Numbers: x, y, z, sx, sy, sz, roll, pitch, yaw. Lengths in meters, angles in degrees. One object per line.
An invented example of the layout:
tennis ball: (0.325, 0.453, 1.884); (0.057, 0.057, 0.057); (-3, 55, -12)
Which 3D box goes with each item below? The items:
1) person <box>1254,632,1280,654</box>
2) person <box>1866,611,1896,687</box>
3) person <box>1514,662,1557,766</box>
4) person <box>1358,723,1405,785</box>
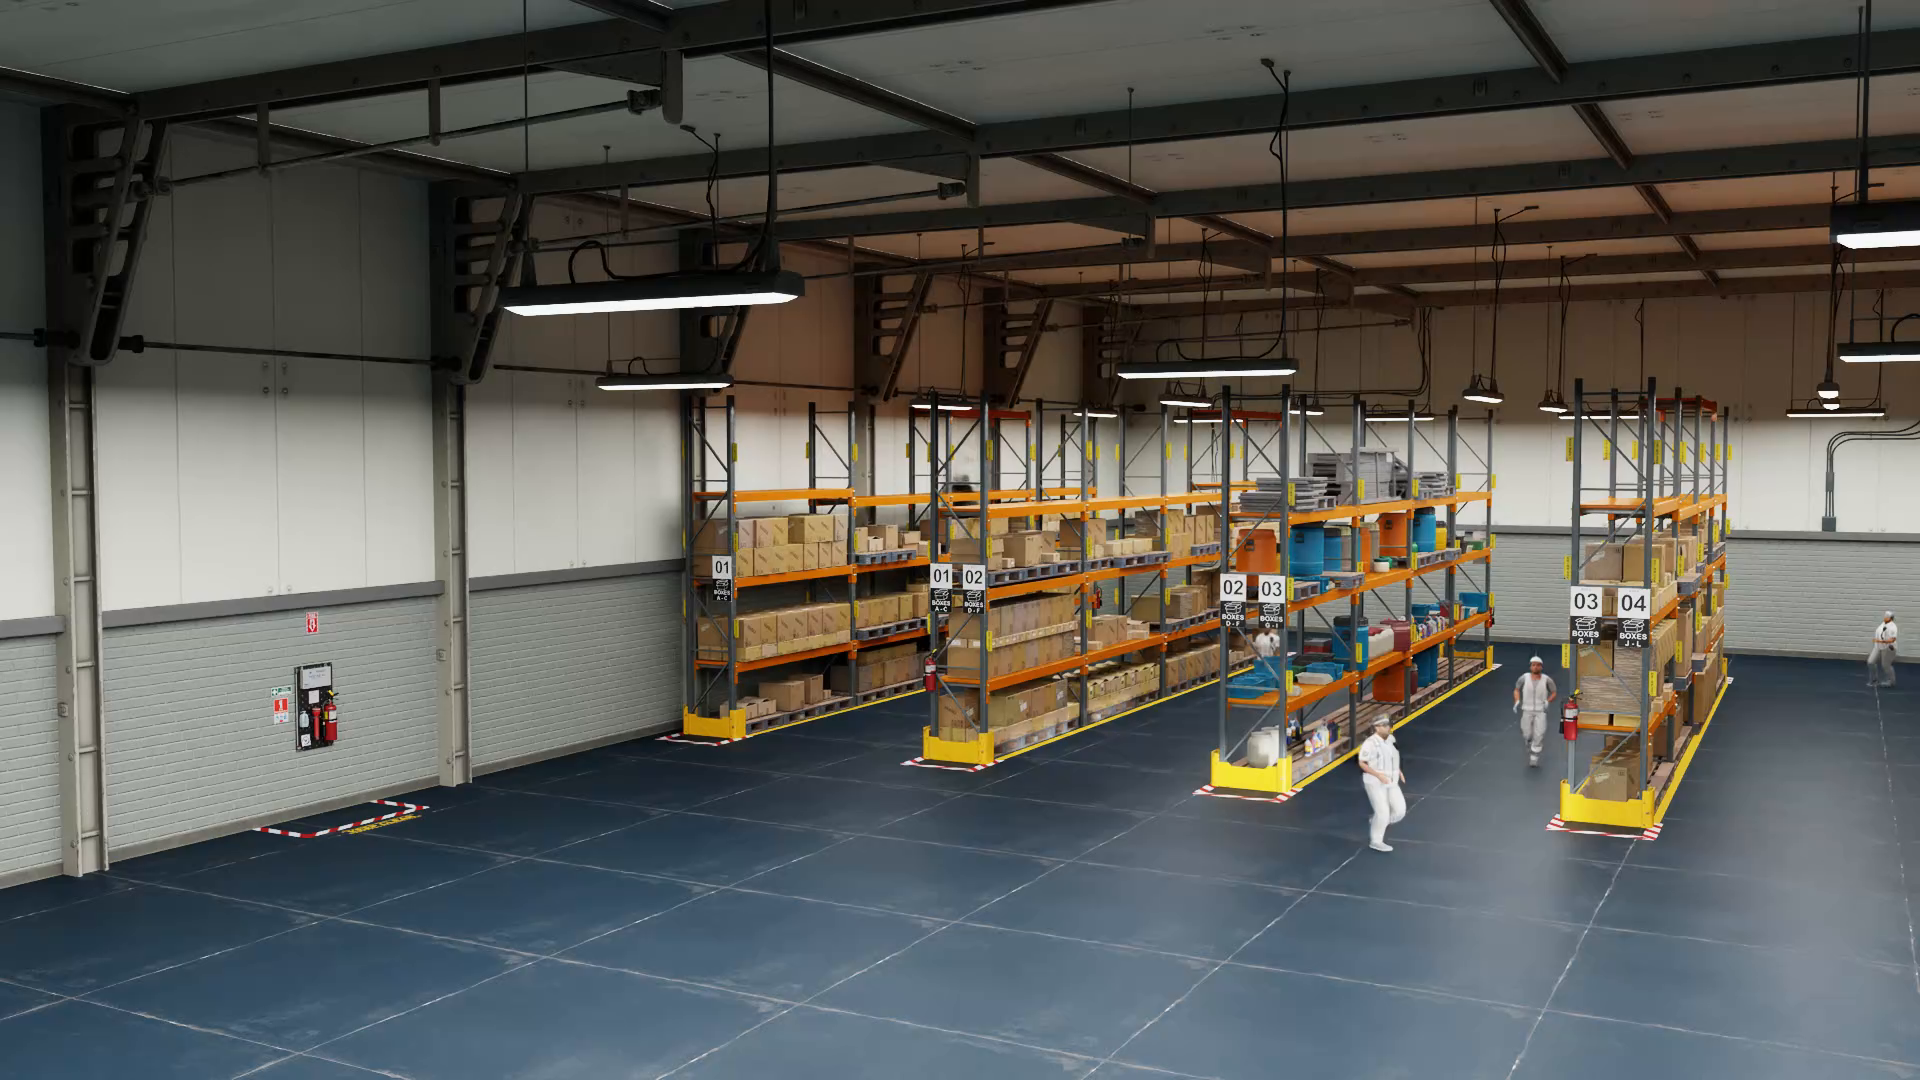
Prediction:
person: (6.136, 2.513, 33.320); (0.538, 1.334, 0.469); (1, 3, 20)
person: (19.654, 2.343, 35.298); (0.643, 1.692, 0.636); (-1, 3, -11)
person: (9.220, 2.755, 26.655); (0.658, 1.691, 0.519); (1, 3, 21)
person: (5.332, 2.645, 20.807); (0.640, 0.842, 0.495); (-2, 3, -31)
